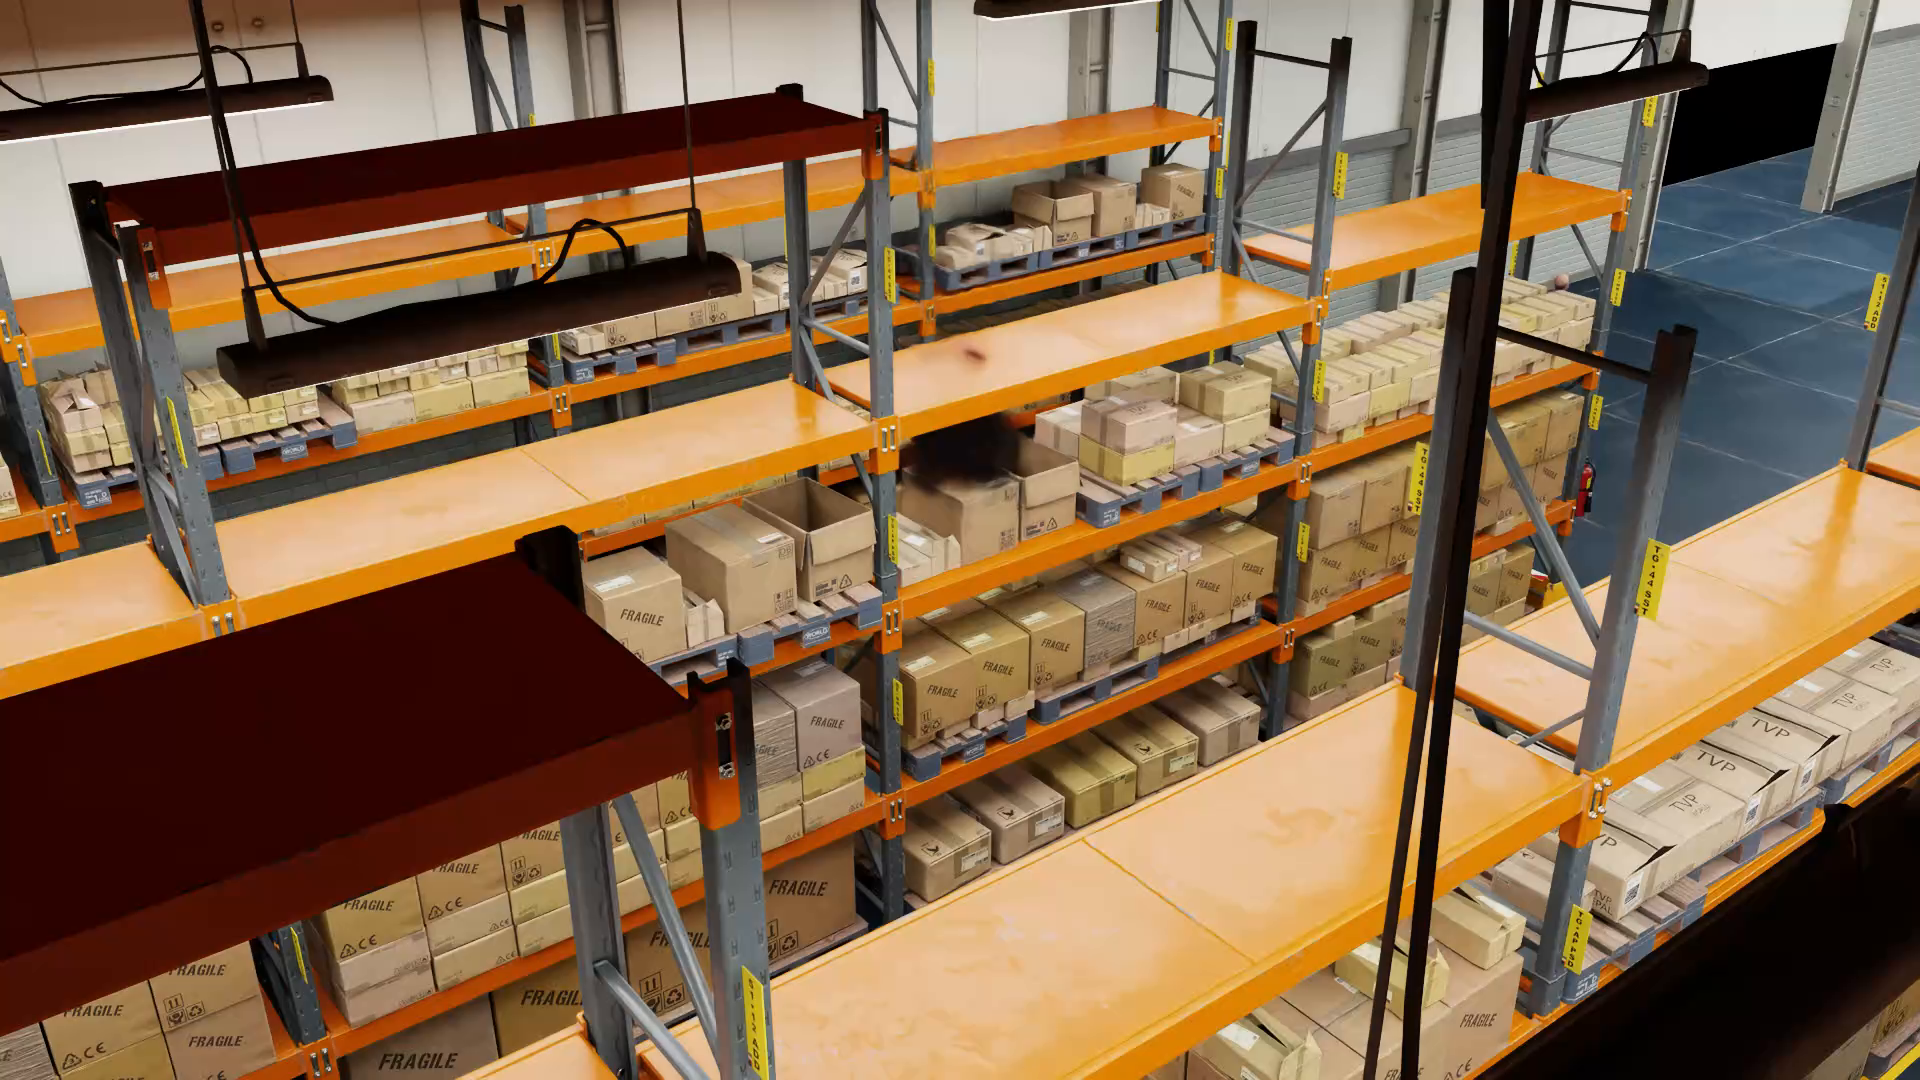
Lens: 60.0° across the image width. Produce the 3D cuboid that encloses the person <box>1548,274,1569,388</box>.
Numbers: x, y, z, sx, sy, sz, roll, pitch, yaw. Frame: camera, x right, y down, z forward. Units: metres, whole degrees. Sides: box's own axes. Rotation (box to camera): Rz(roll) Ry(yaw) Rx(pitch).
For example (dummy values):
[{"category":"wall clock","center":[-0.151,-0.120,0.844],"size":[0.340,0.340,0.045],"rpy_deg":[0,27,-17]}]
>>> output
[{"category":"person","center":[7.605,-2.576,21.442],"size":[0.682,1.716,0.971],"rpy_deg":[23,34,39]}]
